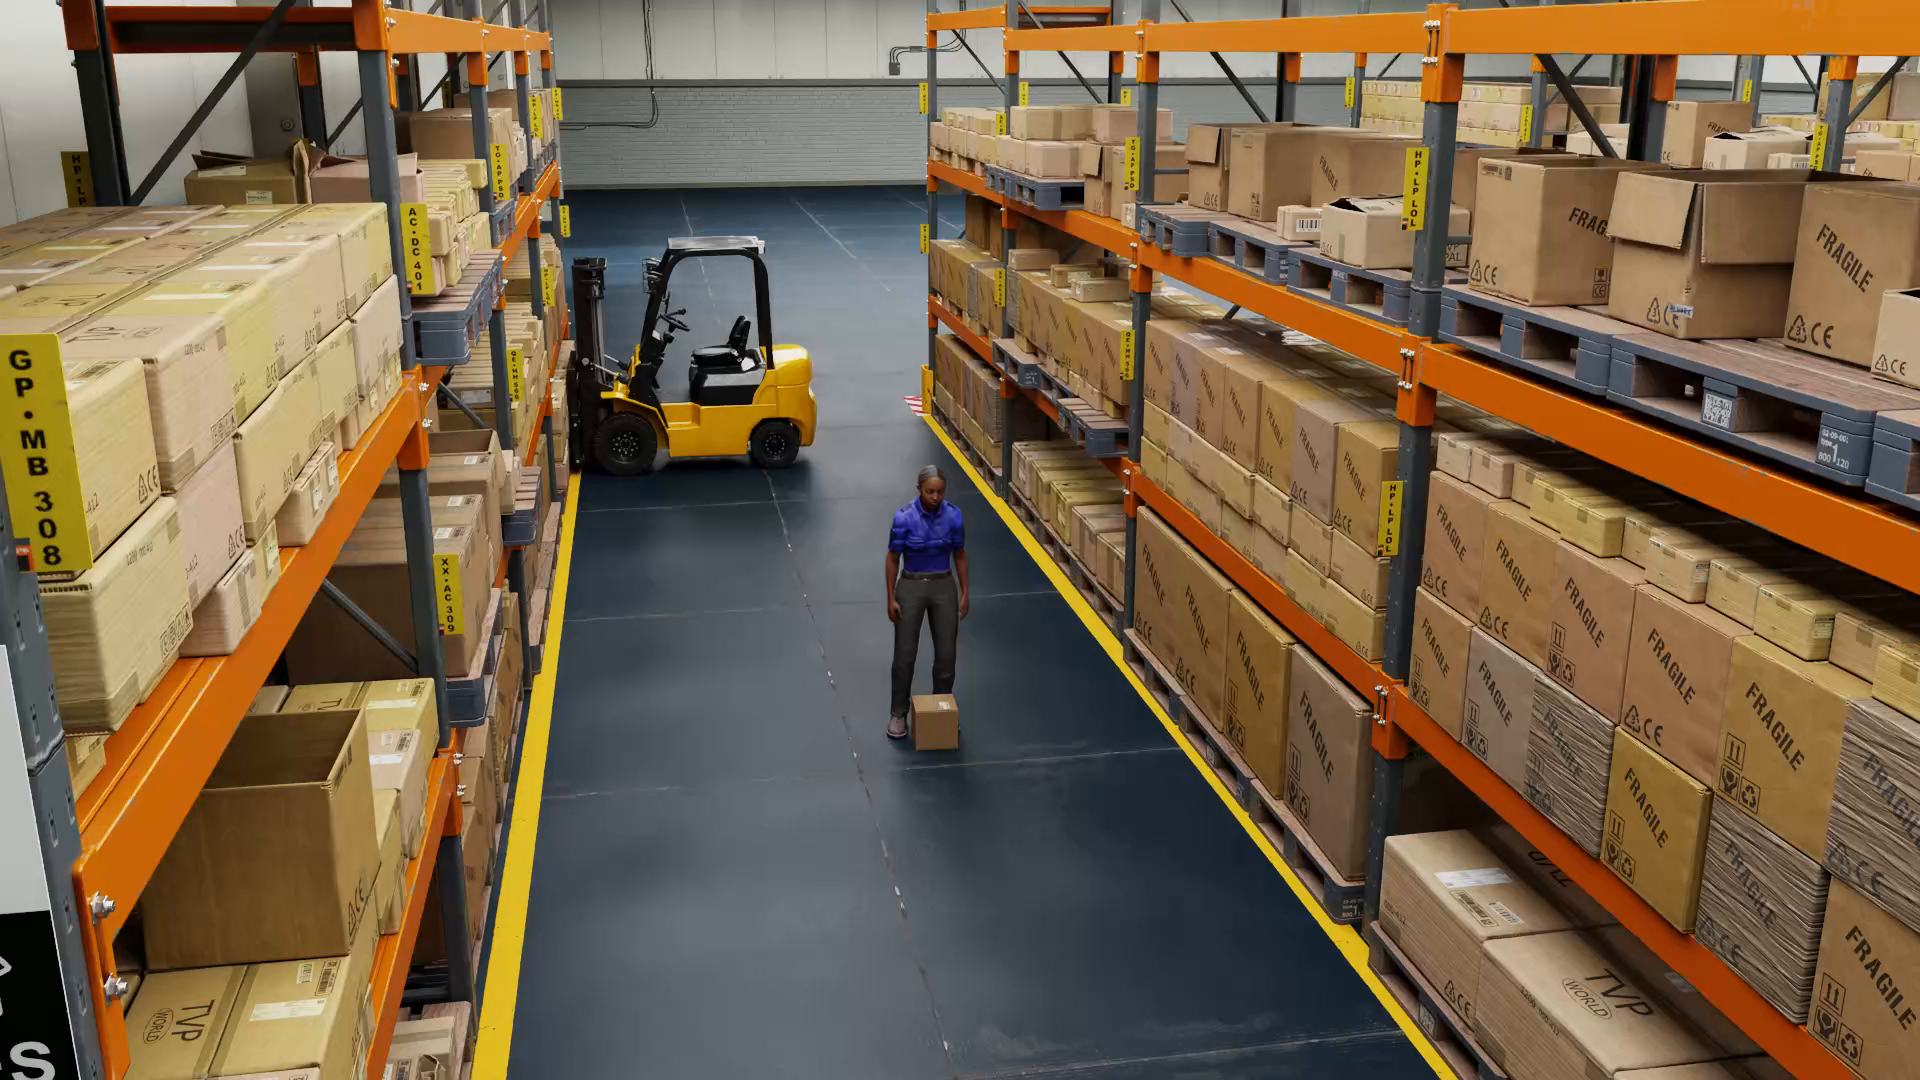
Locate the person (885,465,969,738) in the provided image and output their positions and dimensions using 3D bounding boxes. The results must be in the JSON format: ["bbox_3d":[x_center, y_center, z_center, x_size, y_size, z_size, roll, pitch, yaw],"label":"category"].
[{"bbox_3d":[-0.201,0.343,9.886,0.523,1.655,0.351,-4,17,-12],"label":"person"}]
